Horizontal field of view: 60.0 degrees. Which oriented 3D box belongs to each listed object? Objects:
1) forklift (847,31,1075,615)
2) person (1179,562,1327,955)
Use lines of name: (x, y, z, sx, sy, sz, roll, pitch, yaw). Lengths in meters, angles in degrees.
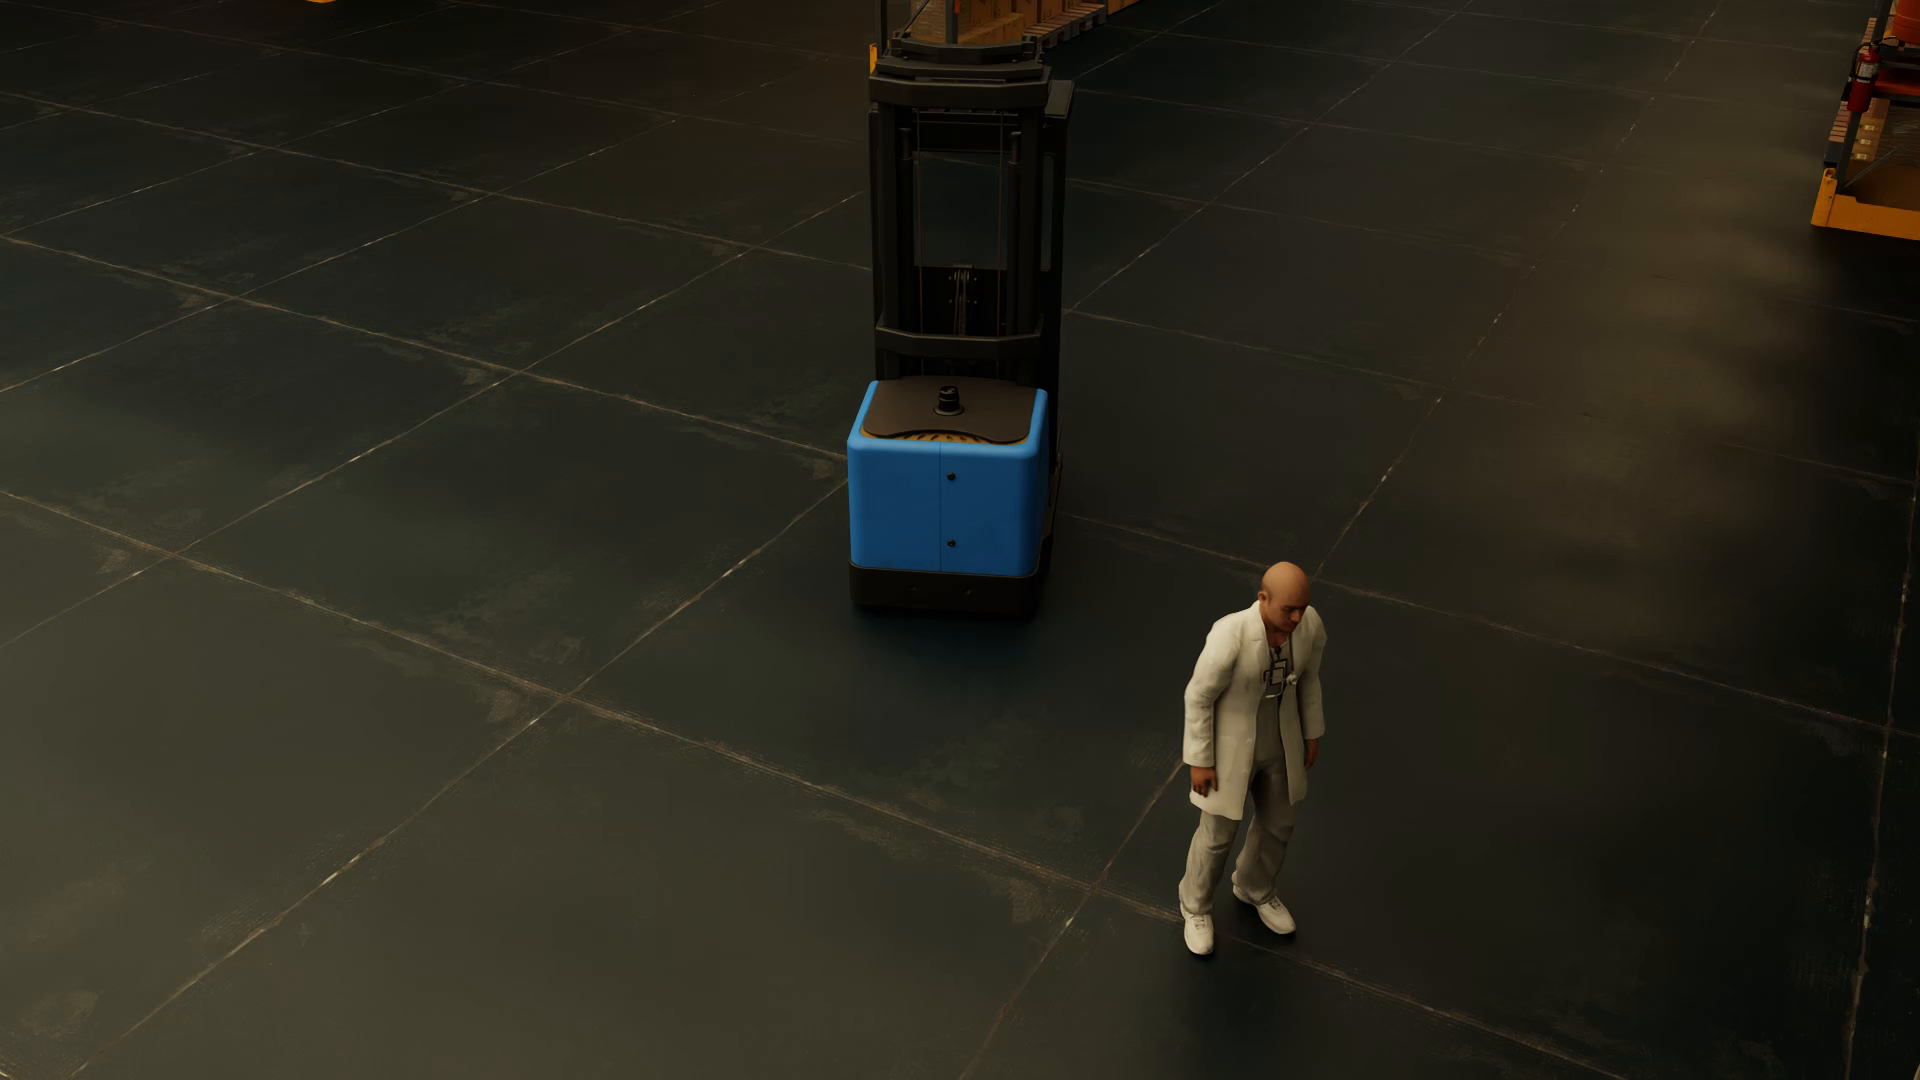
forklift: (0.072, -1.572, 9.794, 1.130, 2.935, 3.031, 3, 30, 6)
person: (1.199, 0.852, 6.754, 0.645, 1.772, 0.436, -11, 32, -19)
